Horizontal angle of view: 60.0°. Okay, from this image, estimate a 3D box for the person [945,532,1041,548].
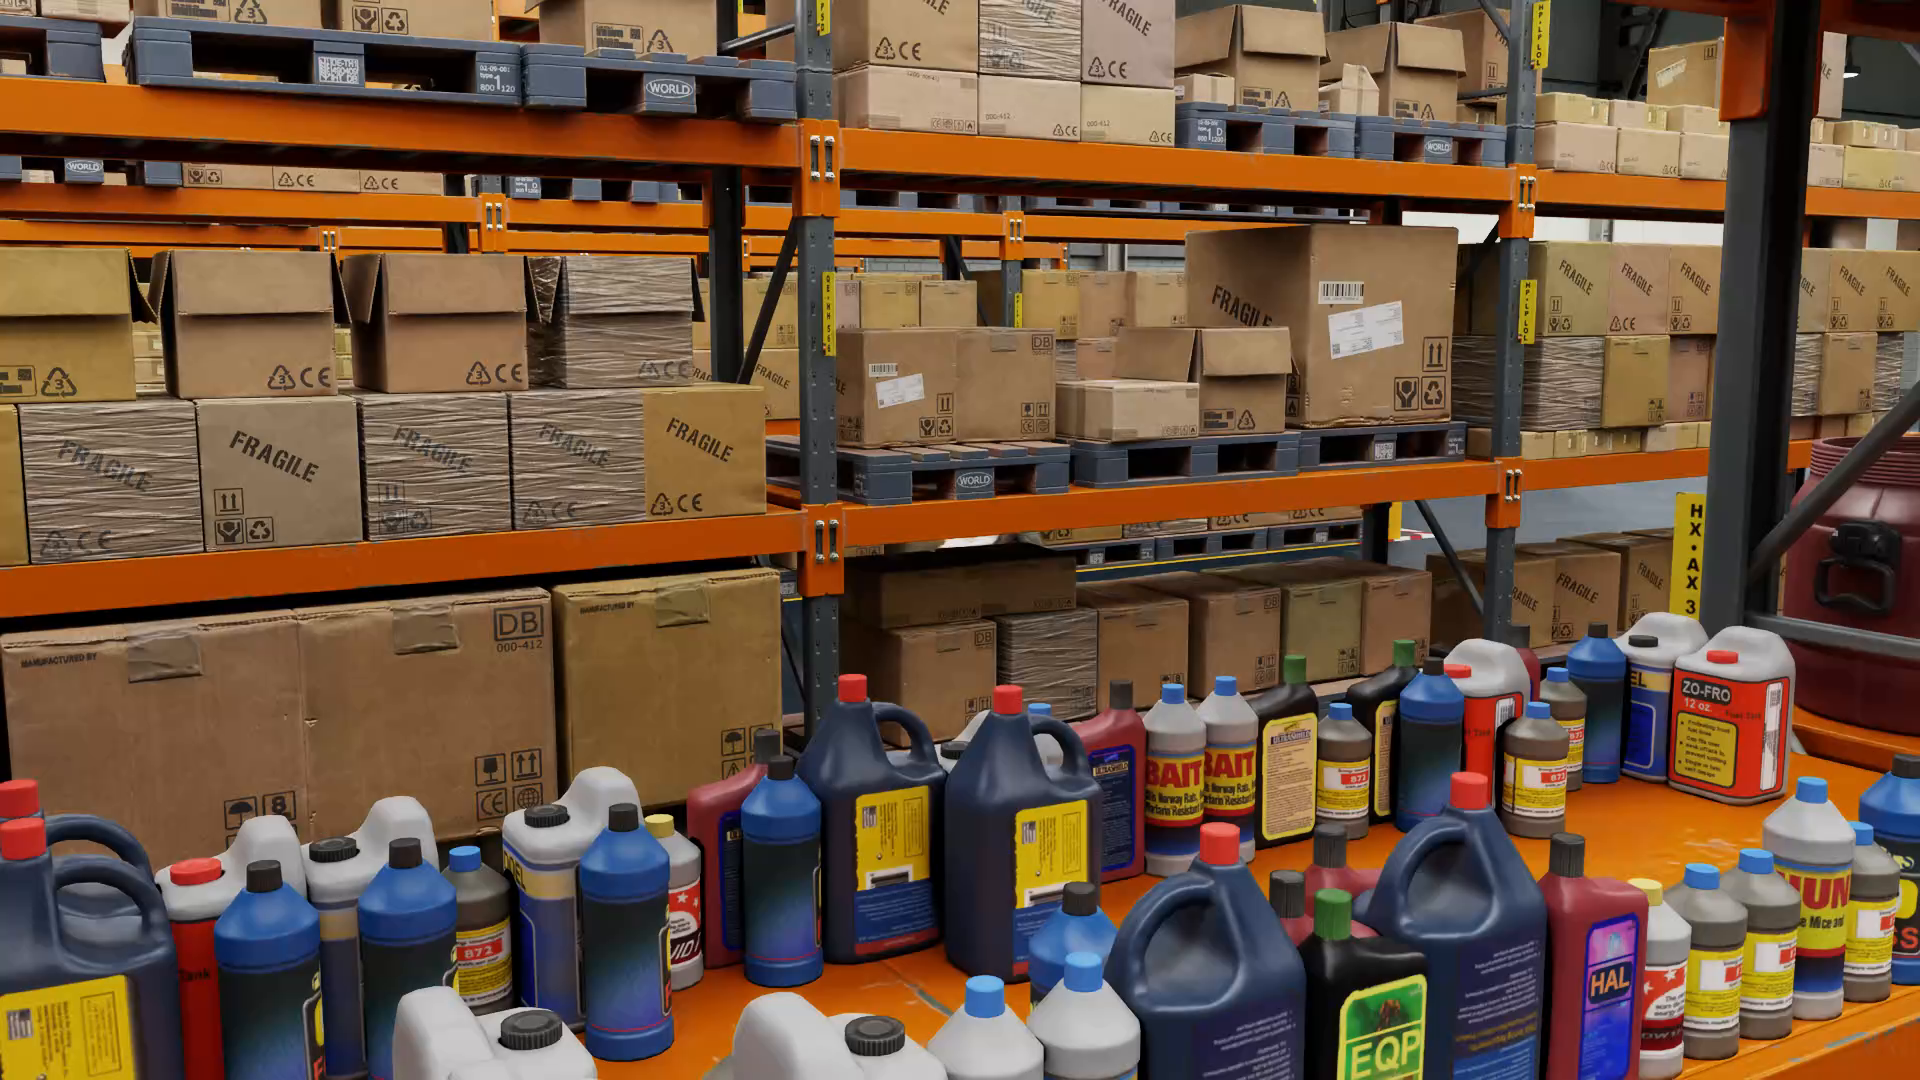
[{"bbox_3d":[0.218,0.211,10.090,0.916,0.997,0.576,-5,9,-31],"label":"person"}]
